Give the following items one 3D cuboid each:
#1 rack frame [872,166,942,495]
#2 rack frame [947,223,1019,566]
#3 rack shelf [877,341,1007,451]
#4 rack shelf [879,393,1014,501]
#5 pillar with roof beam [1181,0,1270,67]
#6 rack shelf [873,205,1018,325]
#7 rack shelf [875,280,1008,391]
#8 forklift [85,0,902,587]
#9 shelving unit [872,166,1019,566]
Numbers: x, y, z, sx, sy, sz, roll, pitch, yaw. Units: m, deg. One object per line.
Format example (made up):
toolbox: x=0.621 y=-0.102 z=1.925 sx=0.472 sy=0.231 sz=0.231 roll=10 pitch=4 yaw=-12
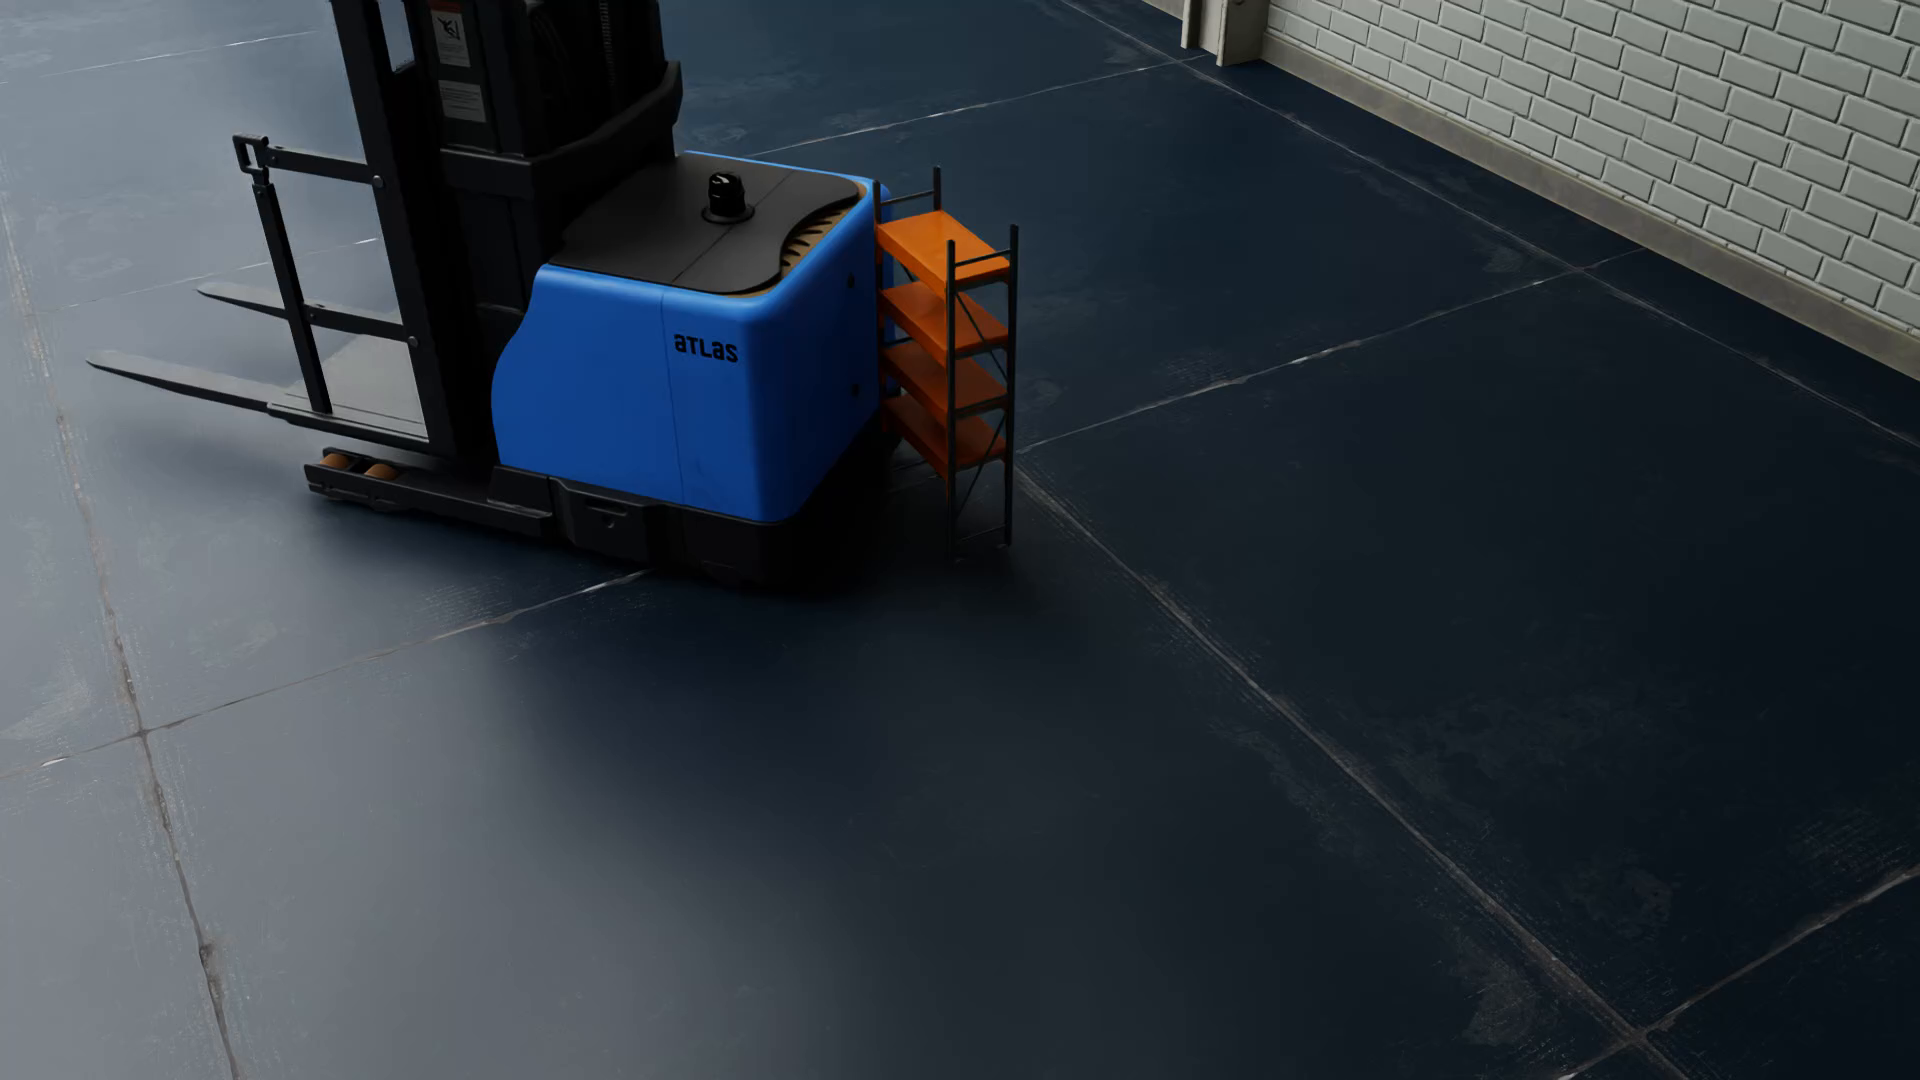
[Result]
rack frame: x=-0.170 y=-0.686 z=5.671 sx=0.240 sy=1.200 sz=0.015 roll=-18 pitch=40 yaw=-23
rack frame: x=0.069 y=-0.435 z=5.328 sx=0.240 sy=1.200 sz=0.015 roll=-18 pitch=40 yaw=-23
rack shelf: x=-0.051 y=-0.506 z=5.539 sx=0.258 sy=0.148 sz=0.480 roll=-18 pitch=40 yaw=-23
rack shelf: x=-0.051 y=-0.345 z=5.656 sx=0.258 sy=0.148 sz=0.480 roll=-18 pitch=40 yaw=-23
pillar with roof beam: x=-2.206 y=-5.185 z=5.219 sx=9.100 sy=9.000 sz=0.400 roll=-19 pitch=40 yaw=-24
rack shelf: x=-0.051 y=-0.877 z=5.268 sx=0.258 sy=0.148 sz=0.480 roll=-18 pitch=40 yaw=-23
rack shelf: x=-0.051 y=-0.686 z=5.407 sx=0.258 sy=0.148 sz=0.480 roll=-18 pitch=40 yaw=-23
forklift: x=-1.786 y=-1.561 z=5.403 sx=3.031 sy=2.935 sz=1.130 roll=12 pitch=38 yaw=16
shelving unit: x=-0.051 y=-0.560 z=5.500 sx=0.258 sy=1.200 sz=0.503 roll=-18 pitch=40 yaw=-23
